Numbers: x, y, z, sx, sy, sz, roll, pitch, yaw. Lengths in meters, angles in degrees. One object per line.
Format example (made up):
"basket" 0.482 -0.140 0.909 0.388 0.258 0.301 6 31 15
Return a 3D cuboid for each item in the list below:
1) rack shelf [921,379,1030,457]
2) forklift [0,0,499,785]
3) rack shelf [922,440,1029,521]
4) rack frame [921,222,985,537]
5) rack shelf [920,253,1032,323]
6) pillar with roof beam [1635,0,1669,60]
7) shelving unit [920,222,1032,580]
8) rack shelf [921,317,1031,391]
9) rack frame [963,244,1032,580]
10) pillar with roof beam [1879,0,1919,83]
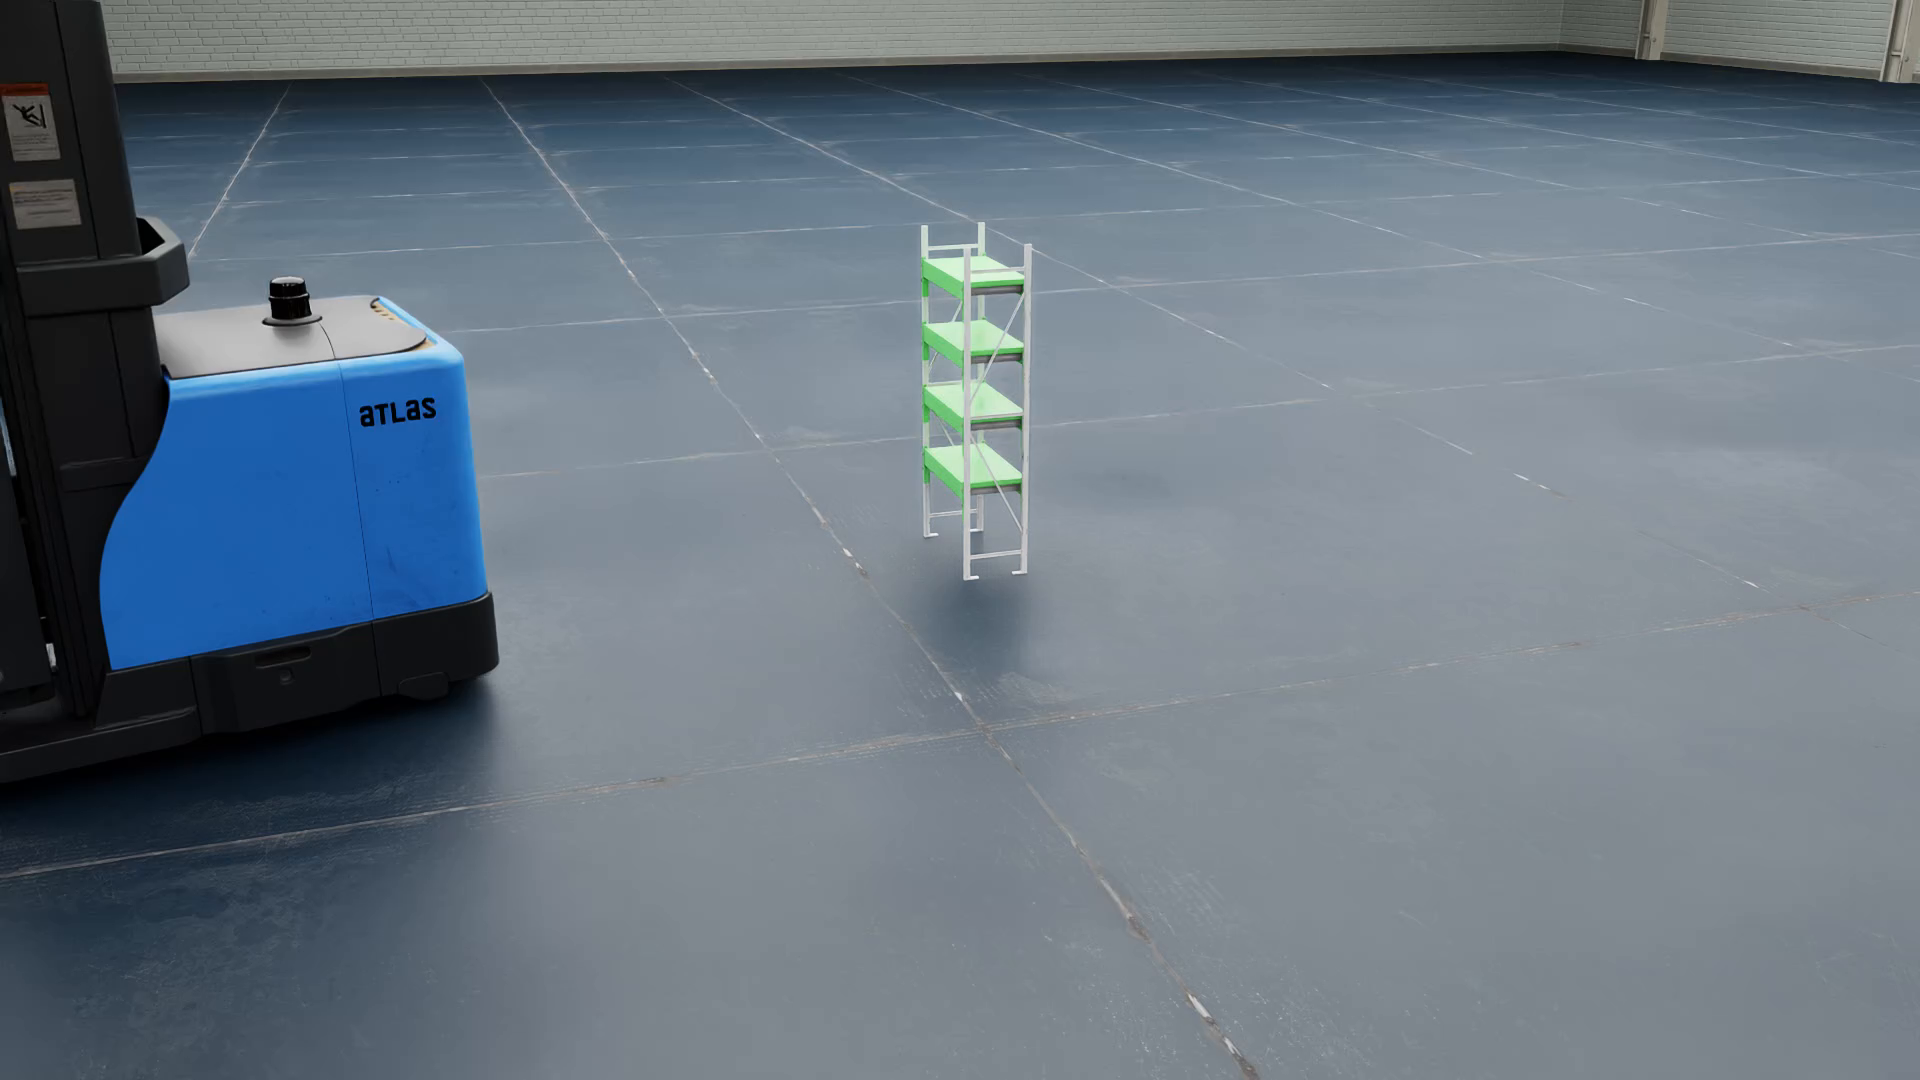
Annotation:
"rack shelf" 0.052 -0.451 6.087 0.258 0.148 0.480 -6 21 -17
"forklift" -2.952 -0.800 4.308 3.031 2.935 1.130 -12 23 -29
"rack shelf" 0.052 -0.226 6.169 0.258 0.148 0.480 -6 21 -17
"rack frame" -0.025 -0.590 6.284 0.240 1.200 0.015 -6 21 -17
"rack shelf" 0.052 -0.903 5.925 0.258 0.148 0.480 -6 21 -17
"pillar with roof beam" 9.507 -13.279 30.074 9.100 9.000 0.400 -6 21 -17
"shelving unit" 0.052 -0.512 6.066 0.258 1.200 0.503 -6 21 -17
"rack shelf" 0.052 -0.677 6.006 0.258 0.148 0.480 -6 21 -17
"rack frame" 0.129 -0.433 5.848 0.240 1.200 0.015 -6 21 -17
"pillar with roof beam" 11.392 -11.354 24.714 9.100 9.000 0.400 -6 21 -17
